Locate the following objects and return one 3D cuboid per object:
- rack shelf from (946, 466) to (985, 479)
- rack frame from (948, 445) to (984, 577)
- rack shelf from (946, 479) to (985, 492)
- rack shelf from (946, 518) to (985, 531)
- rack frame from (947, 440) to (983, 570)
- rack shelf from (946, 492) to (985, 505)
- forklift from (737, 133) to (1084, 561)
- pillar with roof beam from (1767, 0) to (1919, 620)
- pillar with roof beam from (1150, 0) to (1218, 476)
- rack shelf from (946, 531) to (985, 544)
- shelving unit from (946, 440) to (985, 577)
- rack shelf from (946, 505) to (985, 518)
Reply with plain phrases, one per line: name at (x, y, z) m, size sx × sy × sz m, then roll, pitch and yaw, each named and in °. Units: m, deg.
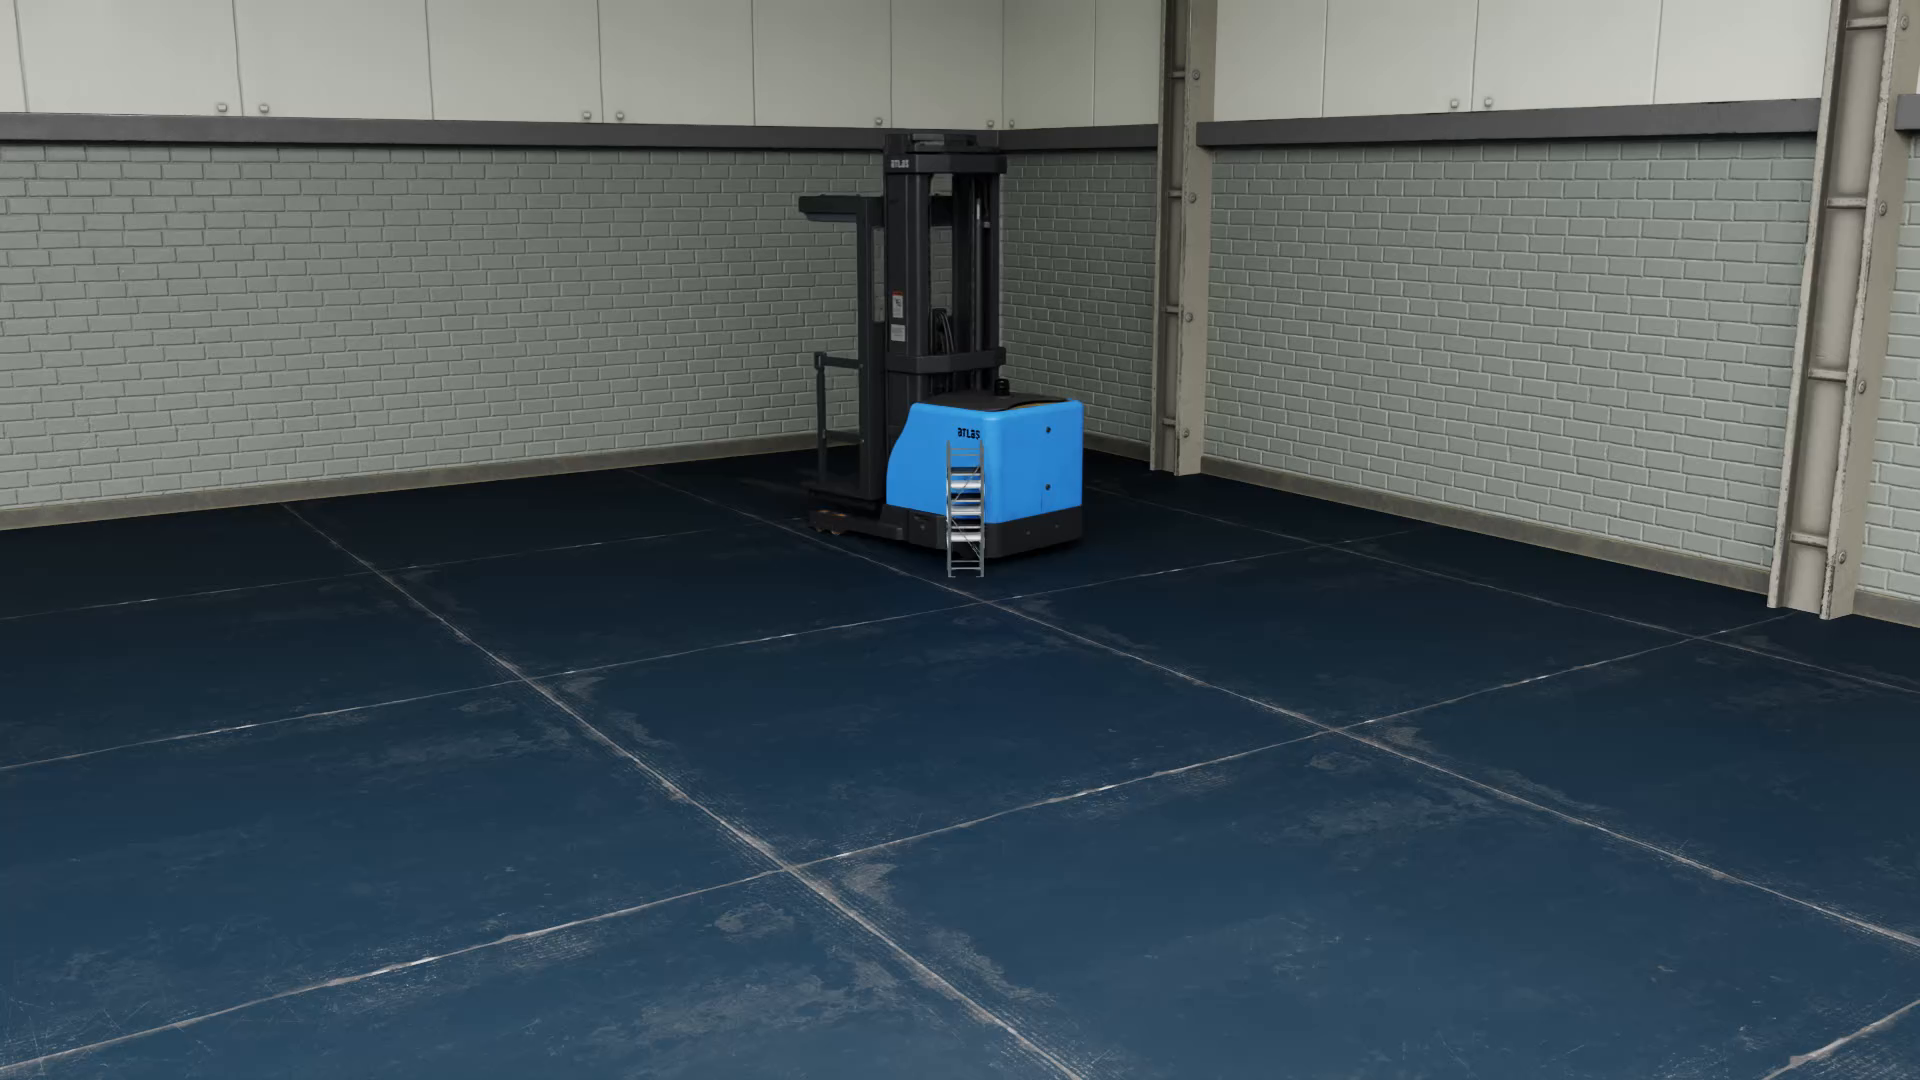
rack shelf at (0.036, -0.442, 11.169) m, size 0.258 × 0.077 × 0.200 m, roll 0°, pitch 12°, yaw -2°
rack frame at (0.040, -0.189, 11.120) m, size 0.240 × 0.900 × 0.006 m, roll 0°, pitch 12°, yaw -2°
rack shelf at (0.036, -0.354, 11.188) m, size 0.258 × 0.077 × 0.200 m, roll 0°, pitch 12°, yaw -2°
rack shelf at (0.036, -0.090, 11.246) m, size 0.258 × 0.077 × 0.200 m, roll 0°, pitch 12°, yaw -2°
rack frame at (0.033, -0.233, 11.319) m, size 0.240 × 0.900 × 0.006 m, roll 0°, pitch 12°, yaw -2°
rack shelf at (0.036, -0.266, 11.207) m, size 0.258 × 0.077 × 0.200 m, roll 0°, pitch 12°, yaw -2°
forklift at (-0.504, -1.534, 12.516) m, size 3.031 × 2.935 × 1.130 m, roll 12°, pitch 17°, yaw 43°
pillar with roof beam at (1.723, -3.453, 7.087) m, size 9.100 × 9.000 × 0.400 m, roll -8°, pitch 15°, yaw -33°
pillar with roof beam at (-1.601, -4.520, 11.967) m, size 9.100 × 9.000 × 0.400 m, roll -8°, pitch 15°, yaw -33°
rack shelf at (0.036, -0.002, 11.265) m, size 0.258 × 0.077 × 0.200 m, roll 0°, pitch 12°, yaw -2°
shelving unit at (0.036, -0.211, 11.219) m, size 0.258 × 0.900 × 0.210 m, roll 0°, pitch 12°, yaw -2°
rack shelf at (0.036, -0.178, 11.226) m, size 0.258 × 0.077 × 0.200 m, roll 0°, pitch 12°, yaw -2°
